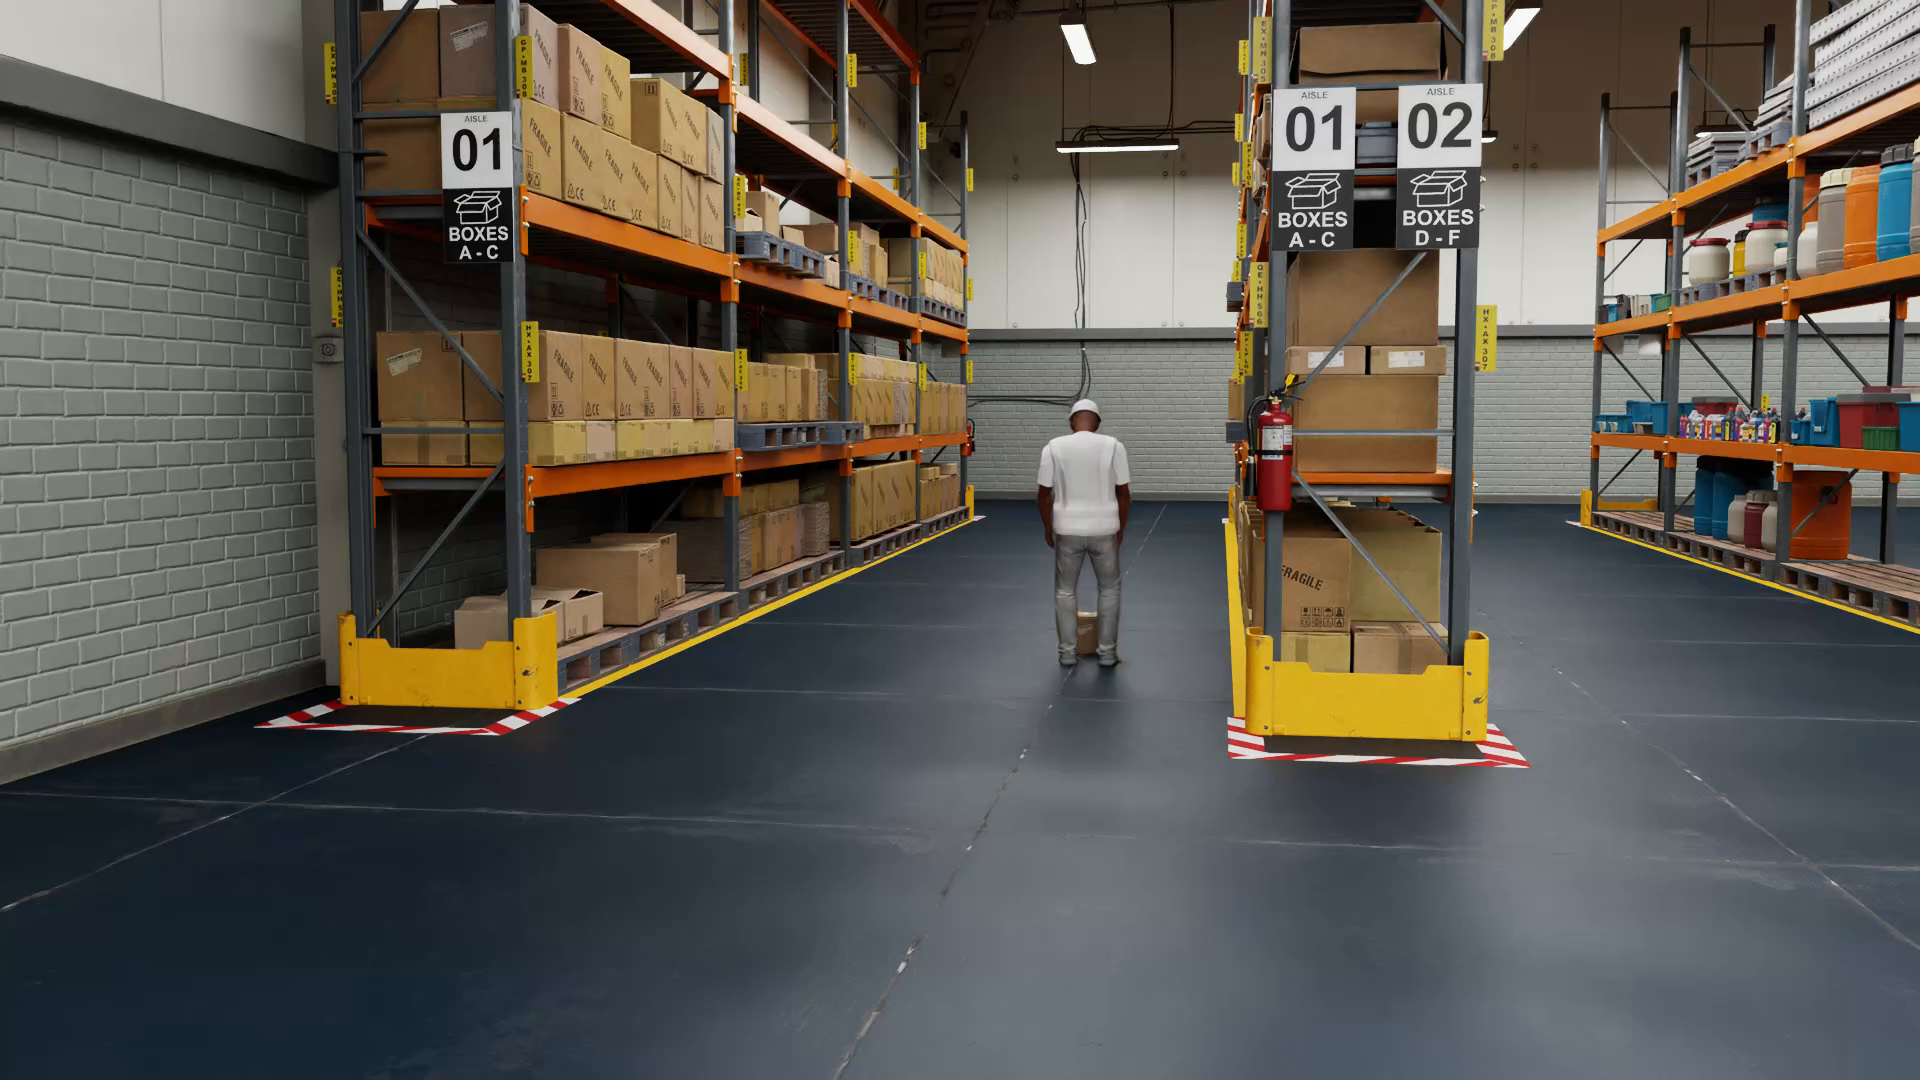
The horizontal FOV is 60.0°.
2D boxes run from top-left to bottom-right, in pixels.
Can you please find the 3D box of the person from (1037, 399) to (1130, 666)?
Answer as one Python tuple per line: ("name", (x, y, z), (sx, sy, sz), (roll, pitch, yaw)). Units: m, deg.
("person", (0.793, -0.056, 10.686), (0.599, 1.696, 0.491), (1, 5, 10))
